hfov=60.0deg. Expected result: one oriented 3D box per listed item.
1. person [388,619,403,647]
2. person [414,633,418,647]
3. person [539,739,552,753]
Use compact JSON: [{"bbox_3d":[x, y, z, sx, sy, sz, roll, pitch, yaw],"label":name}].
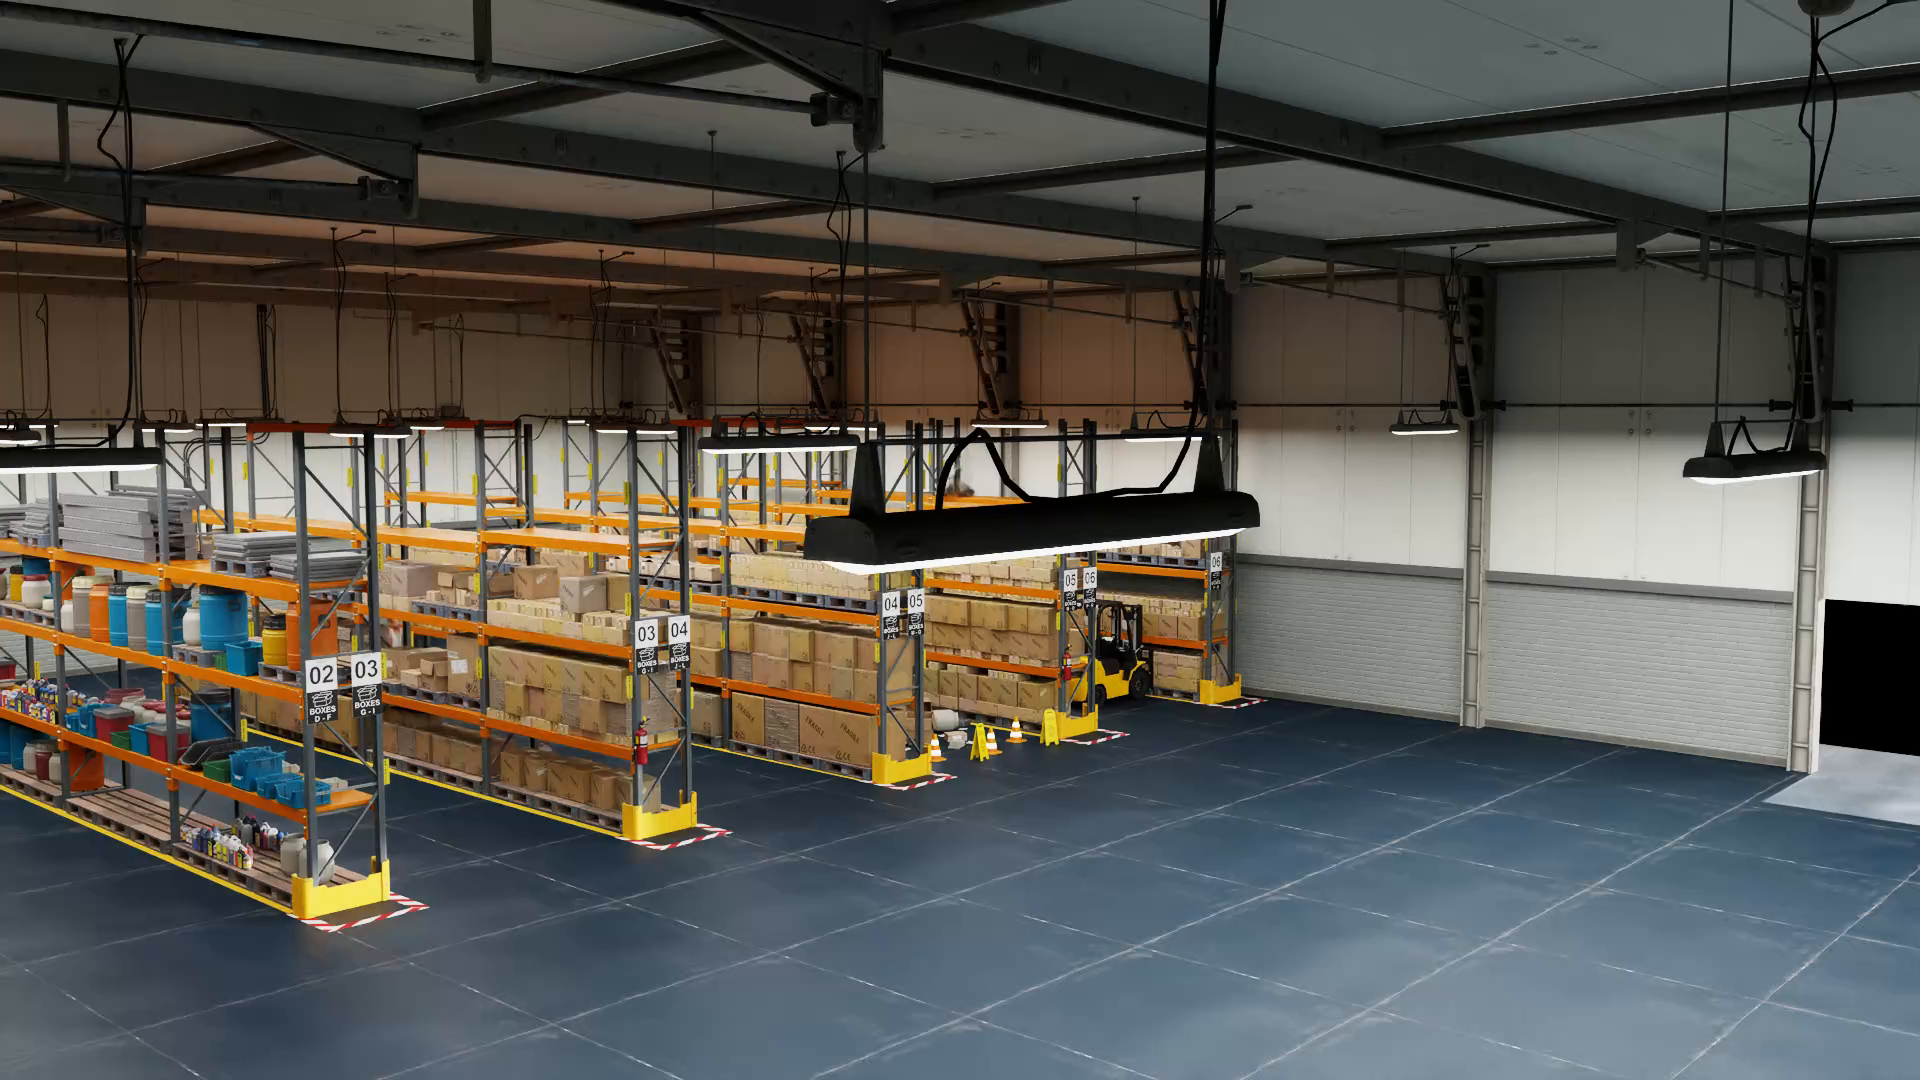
[{"bbox_3d":[-12.108,2.508,35.750,0.662,1.788,0.878,-4,6,-41],"label":"person"},{"bbox_3d":[-13.328,2.232,40.138,0.613,1.698,0.706,1,5,7],"label":"person"},{"bbox_3d":[-7.500,3.027,30.207,0.647,1.679,0.559,3,5,29],"label":"person"}]
